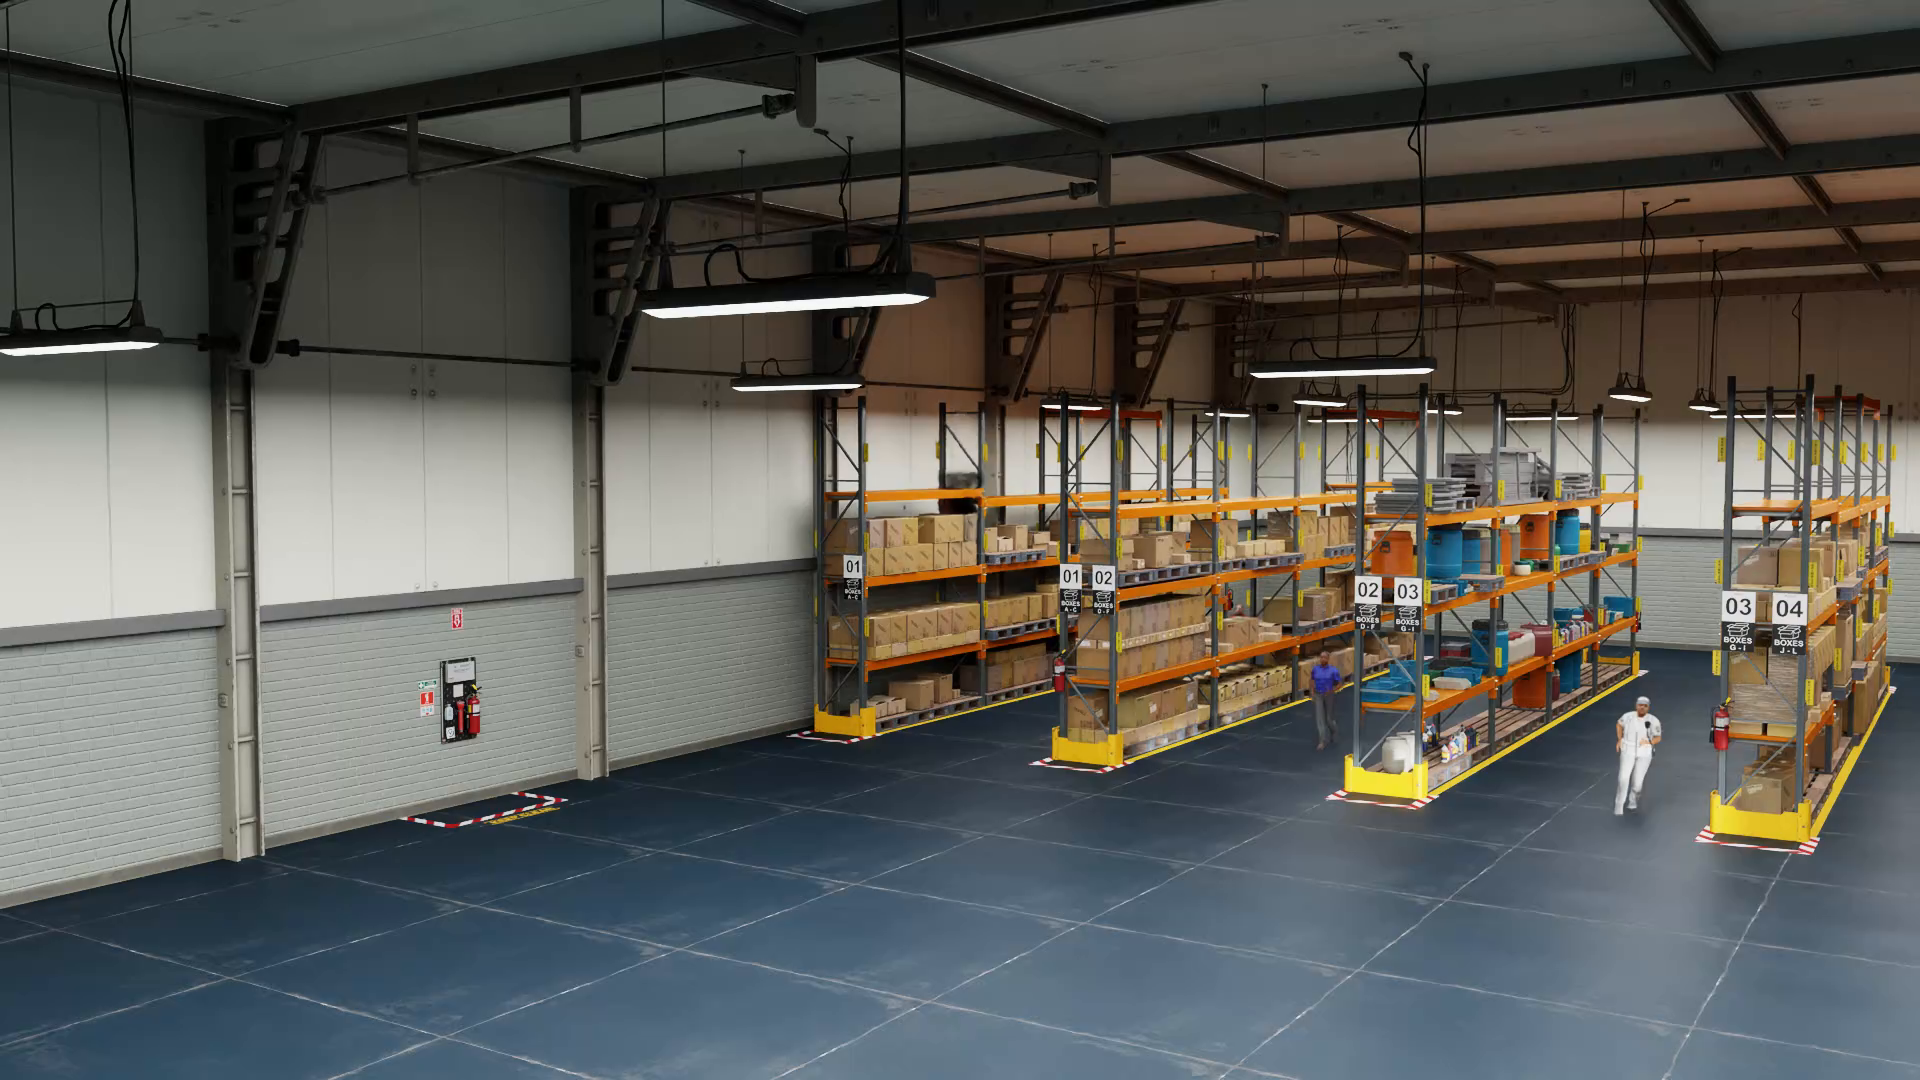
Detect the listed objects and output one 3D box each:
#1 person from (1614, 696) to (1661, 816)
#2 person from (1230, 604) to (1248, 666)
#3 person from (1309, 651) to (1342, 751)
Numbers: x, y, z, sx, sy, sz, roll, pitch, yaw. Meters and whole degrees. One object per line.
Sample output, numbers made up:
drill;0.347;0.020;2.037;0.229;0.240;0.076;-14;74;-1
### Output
person;9.395;2.997;23.042;0.588;1.693;0.717;1;3;25
person;6.134;2.260;36.552;0.676;1.695;0.595;2;3;30
person;6.190;2.706;28.230;0.585;1.650;0.705;1;3;26
